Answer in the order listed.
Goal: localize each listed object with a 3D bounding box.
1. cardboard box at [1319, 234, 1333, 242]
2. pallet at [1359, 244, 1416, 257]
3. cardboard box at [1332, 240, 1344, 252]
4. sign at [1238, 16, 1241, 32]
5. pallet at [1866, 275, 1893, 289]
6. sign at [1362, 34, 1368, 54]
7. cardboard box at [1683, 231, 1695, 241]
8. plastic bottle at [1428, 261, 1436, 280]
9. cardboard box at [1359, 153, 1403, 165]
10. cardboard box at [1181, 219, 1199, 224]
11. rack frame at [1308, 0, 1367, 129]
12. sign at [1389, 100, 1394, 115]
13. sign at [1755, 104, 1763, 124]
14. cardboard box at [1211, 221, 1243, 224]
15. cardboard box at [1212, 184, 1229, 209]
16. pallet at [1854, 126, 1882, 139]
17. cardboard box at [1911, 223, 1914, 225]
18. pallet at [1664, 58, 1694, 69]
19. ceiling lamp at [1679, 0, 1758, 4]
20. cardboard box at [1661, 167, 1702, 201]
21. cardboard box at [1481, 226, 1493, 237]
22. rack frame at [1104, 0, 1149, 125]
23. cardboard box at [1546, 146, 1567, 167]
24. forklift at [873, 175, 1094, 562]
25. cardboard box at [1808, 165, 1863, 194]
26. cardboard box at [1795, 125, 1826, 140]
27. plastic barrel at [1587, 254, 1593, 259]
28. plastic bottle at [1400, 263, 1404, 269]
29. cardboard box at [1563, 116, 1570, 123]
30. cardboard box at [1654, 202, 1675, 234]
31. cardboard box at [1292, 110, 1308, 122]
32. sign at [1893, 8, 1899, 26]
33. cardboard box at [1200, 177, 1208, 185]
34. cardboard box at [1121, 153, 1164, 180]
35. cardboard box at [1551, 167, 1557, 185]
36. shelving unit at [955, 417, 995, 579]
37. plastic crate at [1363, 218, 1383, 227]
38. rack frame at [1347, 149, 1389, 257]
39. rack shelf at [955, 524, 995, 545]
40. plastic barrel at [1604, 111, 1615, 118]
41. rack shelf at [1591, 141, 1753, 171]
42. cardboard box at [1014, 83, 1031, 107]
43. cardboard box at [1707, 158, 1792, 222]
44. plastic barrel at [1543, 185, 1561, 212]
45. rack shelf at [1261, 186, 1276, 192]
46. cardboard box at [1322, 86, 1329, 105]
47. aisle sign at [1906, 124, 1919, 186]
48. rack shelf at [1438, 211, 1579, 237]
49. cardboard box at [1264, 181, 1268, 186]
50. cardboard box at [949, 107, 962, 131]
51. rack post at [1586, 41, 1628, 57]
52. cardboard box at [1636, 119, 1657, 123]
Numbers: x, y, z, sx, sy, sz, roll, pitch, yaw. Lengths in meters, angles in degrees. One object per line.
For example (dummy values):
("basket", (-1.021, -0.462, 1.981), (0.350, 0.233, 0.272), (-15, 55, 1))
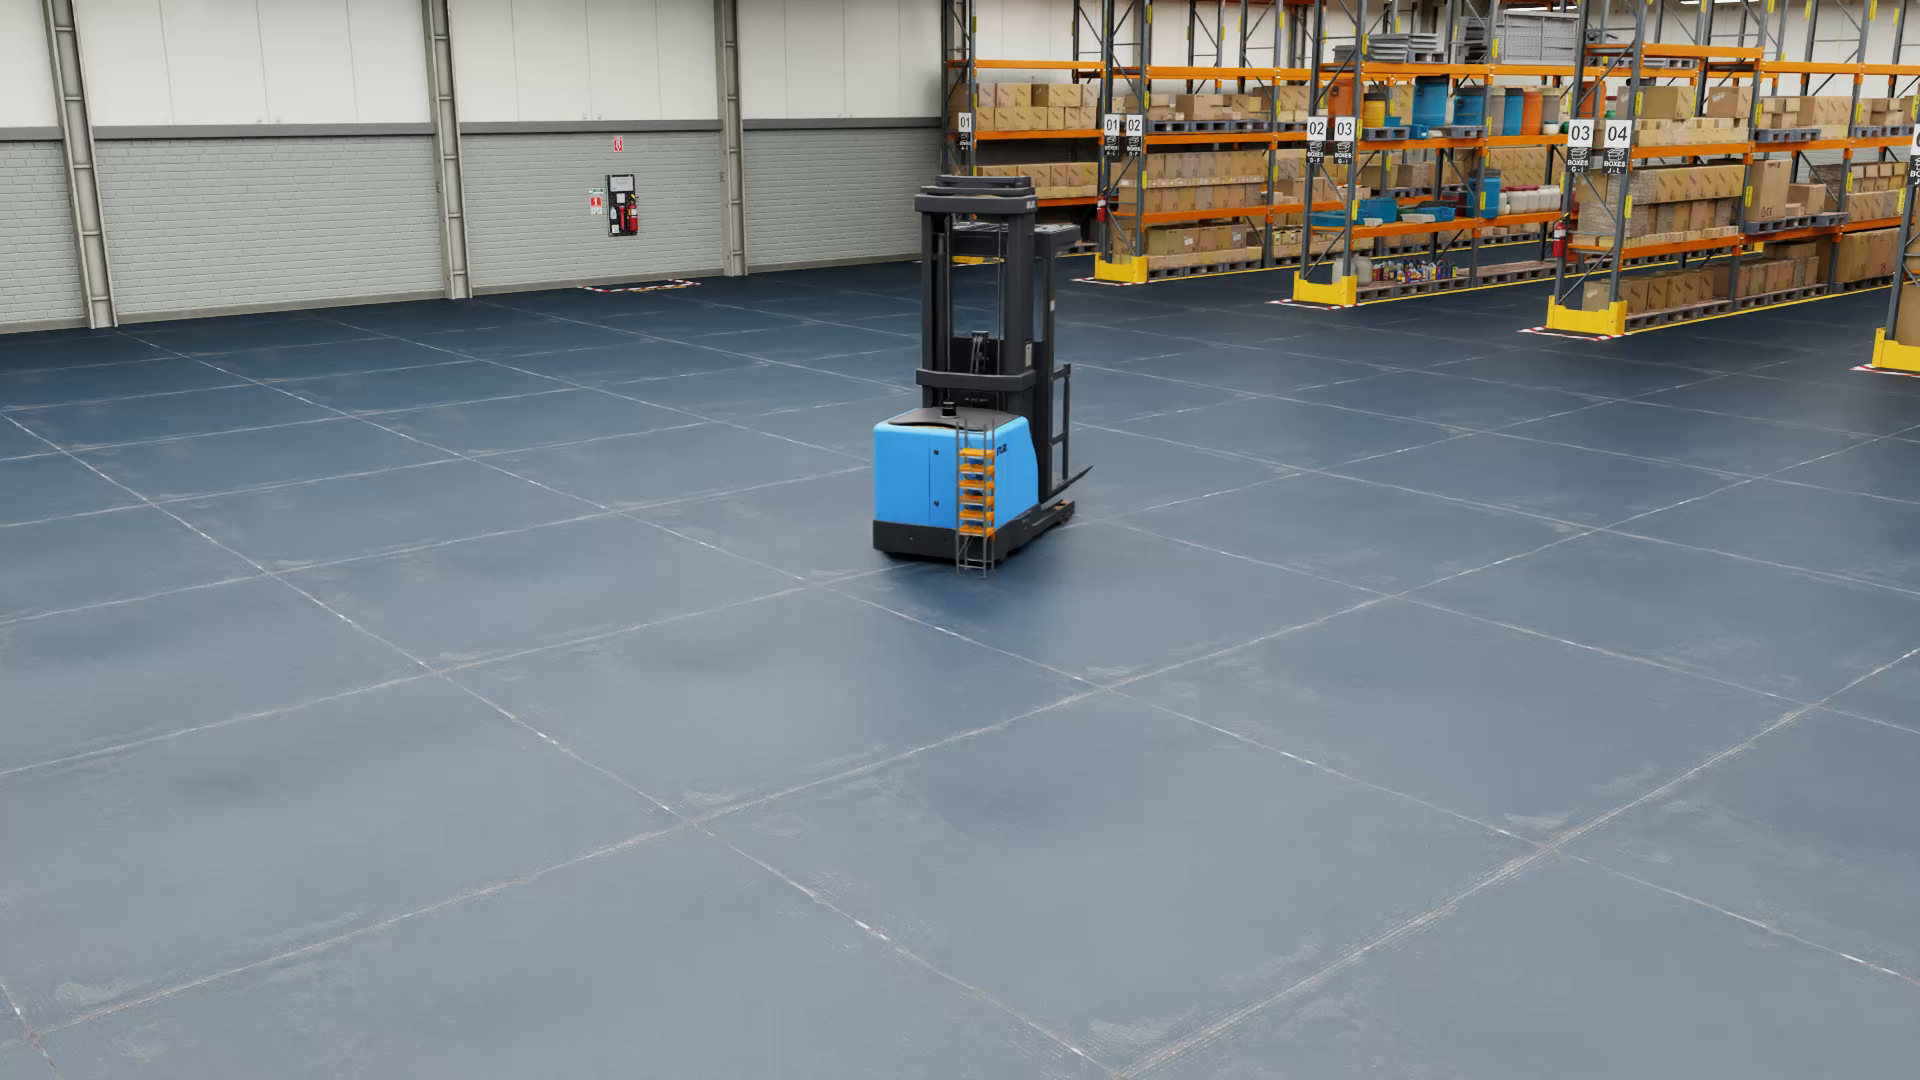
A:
("cardboard box", (7.871, -6.750, 36.634), (0.500, 0.311, 0.500), (-12, 19, -38))
("pallet", (9.842, -6.772, 38.692), (1.213, 0.211, 1.003), (-13, 19, -39))
("cardboard box", (8.250, -6.565, 37.030), (0.500, 0.250, 0.500), (-12, 19, -38))
("sign", (5.871, -10.814, 34.833), (0.005, 0.325, 0.100), (-13, 19, -39))
("pallet", (17.318, -5.048, 32.239), (1.213, 0.211, 1.003), (-13, 19, -39))
("sign", (6.826, -8.369, 28.050), (0.005, 0.325, 0.100), (-13, 19, -39))
("cardboard box", (11.626, -4.927, 26.869), (0.250, 0.149, 0.380), (-13, 19, -39))
("plastic bottle", (8.800, -5.038, 31.077), (0.185, 0.351, 0.144), (-13, 20, -40))
("cardboard box", (11.656, -10.375, 46.199), (0.700, 0.700, 0.980), (-12, 19, -37))
("cardboard box", (5.491, -7.836, 41.266), (0.500, 0.500, 0.700), (-12, 19, -39))
("rack frame", (6.468, -8.578, 28.426), (0.127, 3.000, 1.000), (-13, 19, -39))
("sign", (9.612, -9.628, 37.013), (0.005, 0.325, 0.100), (-13, 19, -39))
("sign", (13.099, -6.988, 27.283), (0.005, 0.325, 0.100), (-13, 19, -39))
("cardboard box", (5.681, -6.541, 35.488), (0.500, 0.500, 0.500), (-13, 19, -39))
("cardboard box", (5.131, -7.119, 34.396), (0.500, 0.500, 0.700), (-12, 19, -39))
("pallet", (16.205, -7.548, 30.748), (1.003, 0.211, 1.213), (-12, 19, -37))
("cardboard box", (19.322, -6.021, 33.781), (0.875, 0.875, 0.875), (-13, 19, -39))
("pallet", (14.916, -10.180, 35.566), (1.213, 0.211, 1.003), (-13, 19, -39))
("ceiling lamp", (18.954, -15.040, 41.309), (0.800, 3.185, 2.000), (-13, 19, -39))
("cardboard box", (11.444, -5.685, 26.512), (0.500, 0.500, 0.500), (-13, 19, -39))
("cardboard box", (12.730, -7.620, 40.822), (0.500, 0.311, 0.500), (-13, 19, -39))
("rack frame", (3.219, -9.543, 32.039), (0.127, 3.000, 1.000), (-13, 19, -39))
("cardboard box", (15.134, -9.757, 42.336), (0.500, 0.500, 0.500), (-13, 20, -40))
("forklift", (0.349, -1.582, 13.993), (1.130, 2.935, 3.031), (6, 16, 22))
("cardboard box", (16.316, -6.724, 30.974), (0.637, 0.503, 0.797), (-12, 19, -38))
("cardboard box", (14.811, -7.148, 29.175), (0.500, 0.250, 0.500), (-12, 19, -38))
("plastic barrel", (13.228, -6.235, 35.287), (0.421, 0.512, 0.421), (0, 15, 0))
("plastic bottle", (8.375, -5.131, 31.583), (0.097, 0.271, 0.097), (0, 15, 0))
("cardboard box", (15.075, -10.593, 42.074), (0.500, 0.250, 0.500), (-13, 19, -39))
("cardboard box", (10.856, -5.180, 26.558), (0.500, 0.500, 0.875), (-13, 19, -39))
("cardboard box", (7.120, -9.098, 35.662), (0.500, 0.250, 0.500), (14, 20, 42))
("sign", (18.426, -10.287, 32.706), (0.005, 0.325, 0.100), (-13, 19, -39))
("cardboard box", (4.817, -7.291, 33.782), (0.250, 0.149, 0.380), (-12, 19, -39))
("cardboard box", (3.620, -7.405, 32.953), (0.500, 0.500, 0.700), (-13, 19, -39))
("cardboard box", (14.741, -9.186, 42.133), (0.500, 0.500, 0.500), (-12, 19, -39))
("shelving unit", (0.116, -0.319, 12.617), (0.258, 1.200, 0.189), (5, 16, 20))
("plastic crate", (7.354, -5.641, 29.567), (0.250, 0.136, 0.298), (-13, 19, -39))
("rack frame", (9.254, -8.000, 37.887), (0.127, 3.000, 1.000), (-13, 19, -39))
("rack shelf", (0.116, -0.044, 12.691), (0.258, 0.103, 0.180), (5, 16, 20))
("plastic barrel", (13.453, -8.747, 34.357), (0.294, 0.245, 0.294), (0, 15, 0))
("rack shelf", (11.228, -6.156, 26.565), (4.000, 0.370, 1.077), (-13, 19, -39))
("cardboard box", (1.205, -9.781, 36.571), (0.500, 0.500, 0.500), (-12, 19, -38))
("cardboard box", (13.428, -5.993, 28.398), (1.000, 1.000, 1.000), (-12, 19, -39))
("plastic barrel", (11.867, -6.873, 33.452), (0.421, 0.512, 0.421), (0, 15, 0))
("rack shelf", (7.508, -8.955, 42.856), (4.000, 0.370, 1.077), (-13, 19, -39))
("cardboard box", (9.739, -11.698, 43.748), (0.500, 0.500, 0.500), (-13, 20, -40))
("aisle sign", (12.648, -5.035, 21.750), (0.004, 0.787, 0.394), (-13, 19, -39))
("rack shelf", (10.994, -6.348, 33.098), (4.000, 0.370, 1.077), (-13, 19, -39))
("cardboard box", (7.753, -9.168, 42.707), (0.250, 0.149, 0.380), (-12, 19, -38))
("cardboard box", (0.113, -9.235, 36.468), (0.500, 0.500, 0.500), (-11, 18, -35))
("rack post", (13.023, -10.027, 33.999), (0.937, 0.300, 0.954), (-13, 19, -39))
("cardboard box", (10.447, -6.378, 25.521), (0.250, 0.149, 0.380), (-13, 20, -40))
